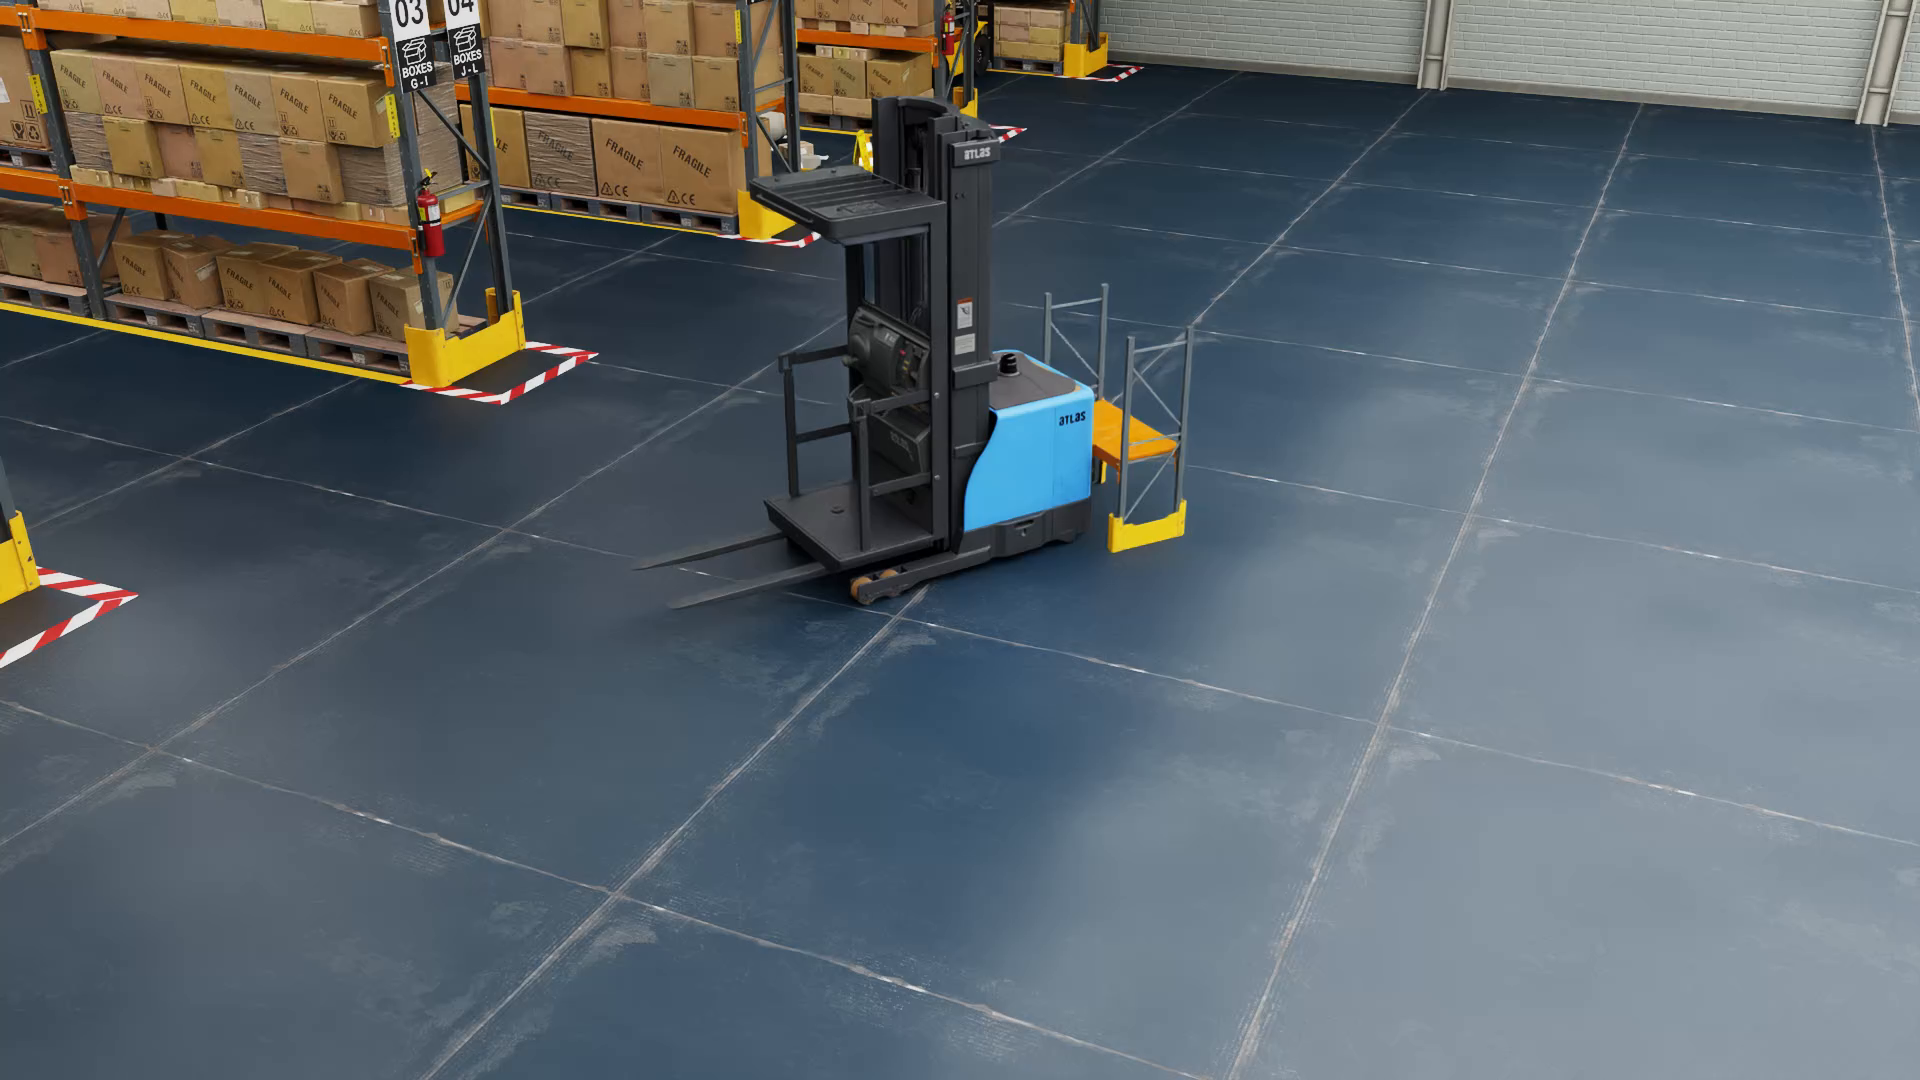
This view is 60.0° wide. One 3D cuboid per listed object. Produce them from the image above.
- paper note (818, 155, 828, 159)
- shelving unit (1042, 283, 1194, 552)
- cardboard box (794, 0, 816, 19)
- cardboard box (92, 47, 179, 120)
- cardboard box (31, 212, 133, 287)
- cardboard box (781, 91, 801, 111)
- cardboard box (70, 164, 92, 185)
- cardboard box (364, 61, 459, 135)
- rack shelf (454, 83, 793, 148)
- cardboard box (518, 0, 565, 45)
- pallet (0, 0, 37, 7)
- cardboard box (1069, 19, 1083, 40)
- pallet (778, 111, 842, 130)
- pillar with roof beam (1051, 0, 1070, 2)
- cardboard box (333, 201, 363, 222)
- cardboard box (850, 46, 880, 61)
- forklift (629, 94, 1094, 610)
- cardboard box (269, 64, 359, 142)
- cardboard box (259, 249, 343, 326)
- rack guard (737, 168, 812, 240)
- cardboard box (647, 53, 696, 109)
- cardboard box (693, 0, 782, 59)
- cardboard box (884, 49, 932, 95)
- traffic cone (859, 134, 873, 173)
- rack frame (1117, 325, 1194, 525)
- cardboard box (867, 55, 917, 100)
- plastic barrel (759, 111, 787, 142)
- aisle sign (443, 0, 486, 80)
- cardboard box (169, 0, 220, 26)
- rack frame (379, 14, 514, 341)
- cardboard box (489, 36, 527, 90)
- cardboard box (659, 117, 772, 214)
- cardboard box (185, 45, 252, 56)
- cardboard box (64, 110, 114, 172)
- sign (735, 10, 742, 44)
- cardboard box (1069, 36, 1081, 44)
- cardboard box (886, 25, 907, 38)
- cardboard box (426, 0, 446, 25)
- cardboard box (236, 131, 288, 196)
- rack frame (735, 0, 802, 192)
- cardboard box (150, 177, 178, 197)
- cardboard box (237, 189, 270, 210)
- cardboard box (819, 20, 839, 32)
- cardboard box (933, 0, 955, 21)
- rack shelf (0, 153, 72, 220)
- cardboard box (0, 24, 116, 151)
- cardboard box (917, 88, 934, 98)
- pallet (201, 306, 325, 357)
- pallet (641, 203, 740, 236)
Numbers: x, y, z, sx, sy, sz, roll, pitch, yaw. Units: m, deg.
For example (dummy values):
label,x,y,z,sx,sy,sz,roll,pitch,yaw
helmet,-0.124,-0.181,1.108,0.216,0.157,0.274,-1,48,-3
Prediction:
label,x,y,z,sx,sy,sz,roll,pitch,yaw
paper note,-1.756,-4.884,21.206,0.142,0.019,0.148,2,26,4
shelving unit,1.032,-0.859,11.363,0.587,1.500,1.083,-13,29,-25
cardboard box,-2.041,-7.297,22.295,0.500,0.500,0.500,12,29,22
cardboard box,-7.055,-3.942,14.349,0.500,0.500,0.500,11,28,22
cardboard box,-8.365,-2.787,15.917,0.500,0.500,0.700,9,28,18
cardboard box,-2.313,-6.125,23.001,0.500,0.250,0.500,11,28,21
cardboard box,-7.744,-3.318,14.947,0.250,0.149,0.380,11,28,22
cardboard box,-4.562,-3.696,13.849,0.500,0.500,0.500,11,28,22
rack shelf,-3.849,-4.878,18.646,4.000,0.370,1.077,11,28,22
cardboard box,-4.365,-5.829,18.371,0.550,0.550,0.875,11,28,22
pallet,-8.333,-5.008,14.912,1.003,0.211,1.213,11,28,22
cardboard box,1.638,-8.189,26.628,0.500,0.250,0.500,12,29,23
pallet,-1.972,-5.993,23.254,1.213,0.211,1.003,11,28,22
pillar with roof beam,-0.063,-10.291,22.033,0.400,9.000,9.100,11,28,22
cardboard box,-4.995,-2.787,13.868,0.250,0.149,0.380,11,28,22
cardboard box,-1.271,-6.508,22.196,0.250,0.149,0.380,12,29,23
forklift,-0.625,-1.177,10.392,3.031,2.935,1.130,-15,30,-28
cardboard box,-5.234,-3.576,13.606,0.500,0.500,0.500,11,28,22
cardboard box,-5.856,-2.265,14.878,0.500,0.500,0.500,14,30,27
rack guard,-2.007,-3.709,18.288,0.348,0.500,1.175,11,28,22
cardboard box,-2.895,-5.044,17.998,0.550,0.550,0.875,11,28,22
cardboard box,-2.351,-5.470,17.642,0.550,0.550,0.875,11,28,22
cardboard box,-0.713,-6.398,22.707,0.500,0.500,0.500,10,28,20
traffic cone,-1.147,-4.757,20.458,0.334,0.463,0.336,11,28,22
rack frame,1.277,-0.658,10.954,0.500,1.500,0.032,-13,29,-25
cardboard box,-0.909,-6.177,22.258,0.500,0.500,0.500,12,28,22
plastic barrel,-2.579,-5.457,21.924,0.512,0.421,0.421,-12,29,-23
aisle sign,-3.993,-4.135,13.379,0.004,0.787,0.394,11,28,22
cardboard box,-6.097,-4.401,13.636,0.500,0.250,0.500,11,28,21
rack frame,-4.174,-2.859,13.731,0.127,3.000,1.000,11,28,22
cardboard box,-4.819,-5.480,18.884,0.550,0.550,0.875,11,28,22
cardboard box,-2.673,-4.168,18.319,0.875,0.875,0.875,12,28,22
cardboard box,-6.381,-4.063,14.595,0.500,0.500,0.500,11,28,22
cardboard box,-7.431,-3.662,14.911,0.500,0.500,0.875,11,28,22
sign,-2.266,-5.245,16.998,0.005,0.325,0.100,11,28,22
cardboard box,1.613,-7.964,26.736,0.500,0.250,0.500,11,28,22
cardboard box,-0.777,-6.715,21.848,0.250,0.149,0.380,11,28,21
cardboard box,-4.505,-4.330,13.492,0.500,0.250,0.500,12,29,23
cardboard box,-5.605,-3.301,14.179,0.500,0.500,0.875,11,28,22
rack frame,-2.029,-4.835,17.744,0.127,3.000,1.000,11,28,22
cardboard box,-6.841,-3.128,14.561,0.250,0.149,0.380,11,28,22
cardboard box,-5.928,-2.948,14.195,0.250,0.149,0.380,11,28,22
cardboard box,-1.694,-6.919,22.262,0.250,0.149,0.380,11,28,21
cardboard box,-0.388,-7.220,22.139,0.500,0.500,0.500,11,28,21
rack shelf,-9.636,-3.633,16.118,4.000,0.370,1.077,11,28,22
cardboard box,-8.480,-4.250,15.401,1.000,1.000,1.000,12,28,22
cardboard box,-0.692,-6.057,22.865,0.500,0.250,0.500,11,28,21
pallet,-6.075,-2.008,15.160,1.213,0.211,1.003,11,28,22
pallet,-2.789,-3.699,18.593,1.213,0.211,1.003,11,28,22
